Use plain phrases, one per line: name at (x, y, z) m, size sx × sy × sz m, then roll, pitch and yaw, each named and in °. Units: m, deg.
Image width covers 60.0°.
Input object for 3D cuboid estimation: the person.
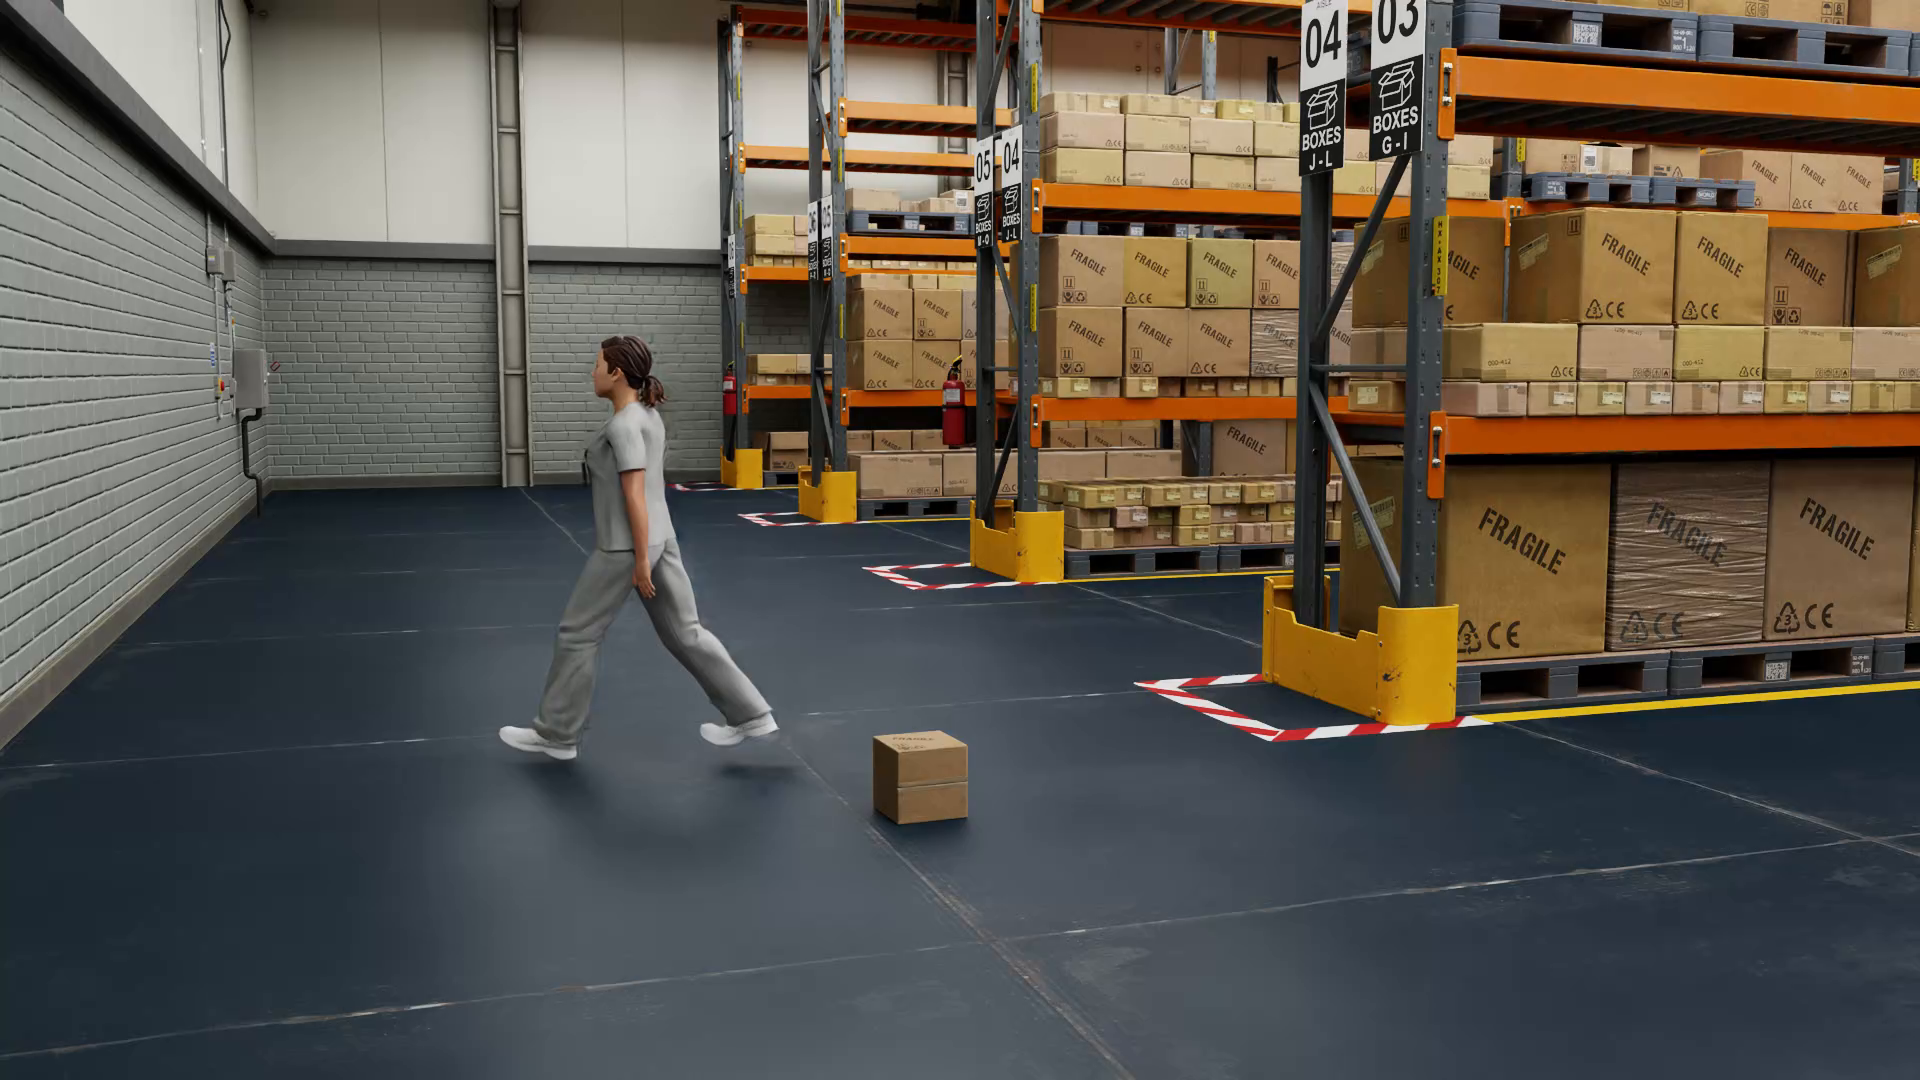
person at (-1.230, 0.034, 6.324) m, size 1.076 × 1.617 × 0.442 m, roll 1°, pitch 6°, yaw 11°
